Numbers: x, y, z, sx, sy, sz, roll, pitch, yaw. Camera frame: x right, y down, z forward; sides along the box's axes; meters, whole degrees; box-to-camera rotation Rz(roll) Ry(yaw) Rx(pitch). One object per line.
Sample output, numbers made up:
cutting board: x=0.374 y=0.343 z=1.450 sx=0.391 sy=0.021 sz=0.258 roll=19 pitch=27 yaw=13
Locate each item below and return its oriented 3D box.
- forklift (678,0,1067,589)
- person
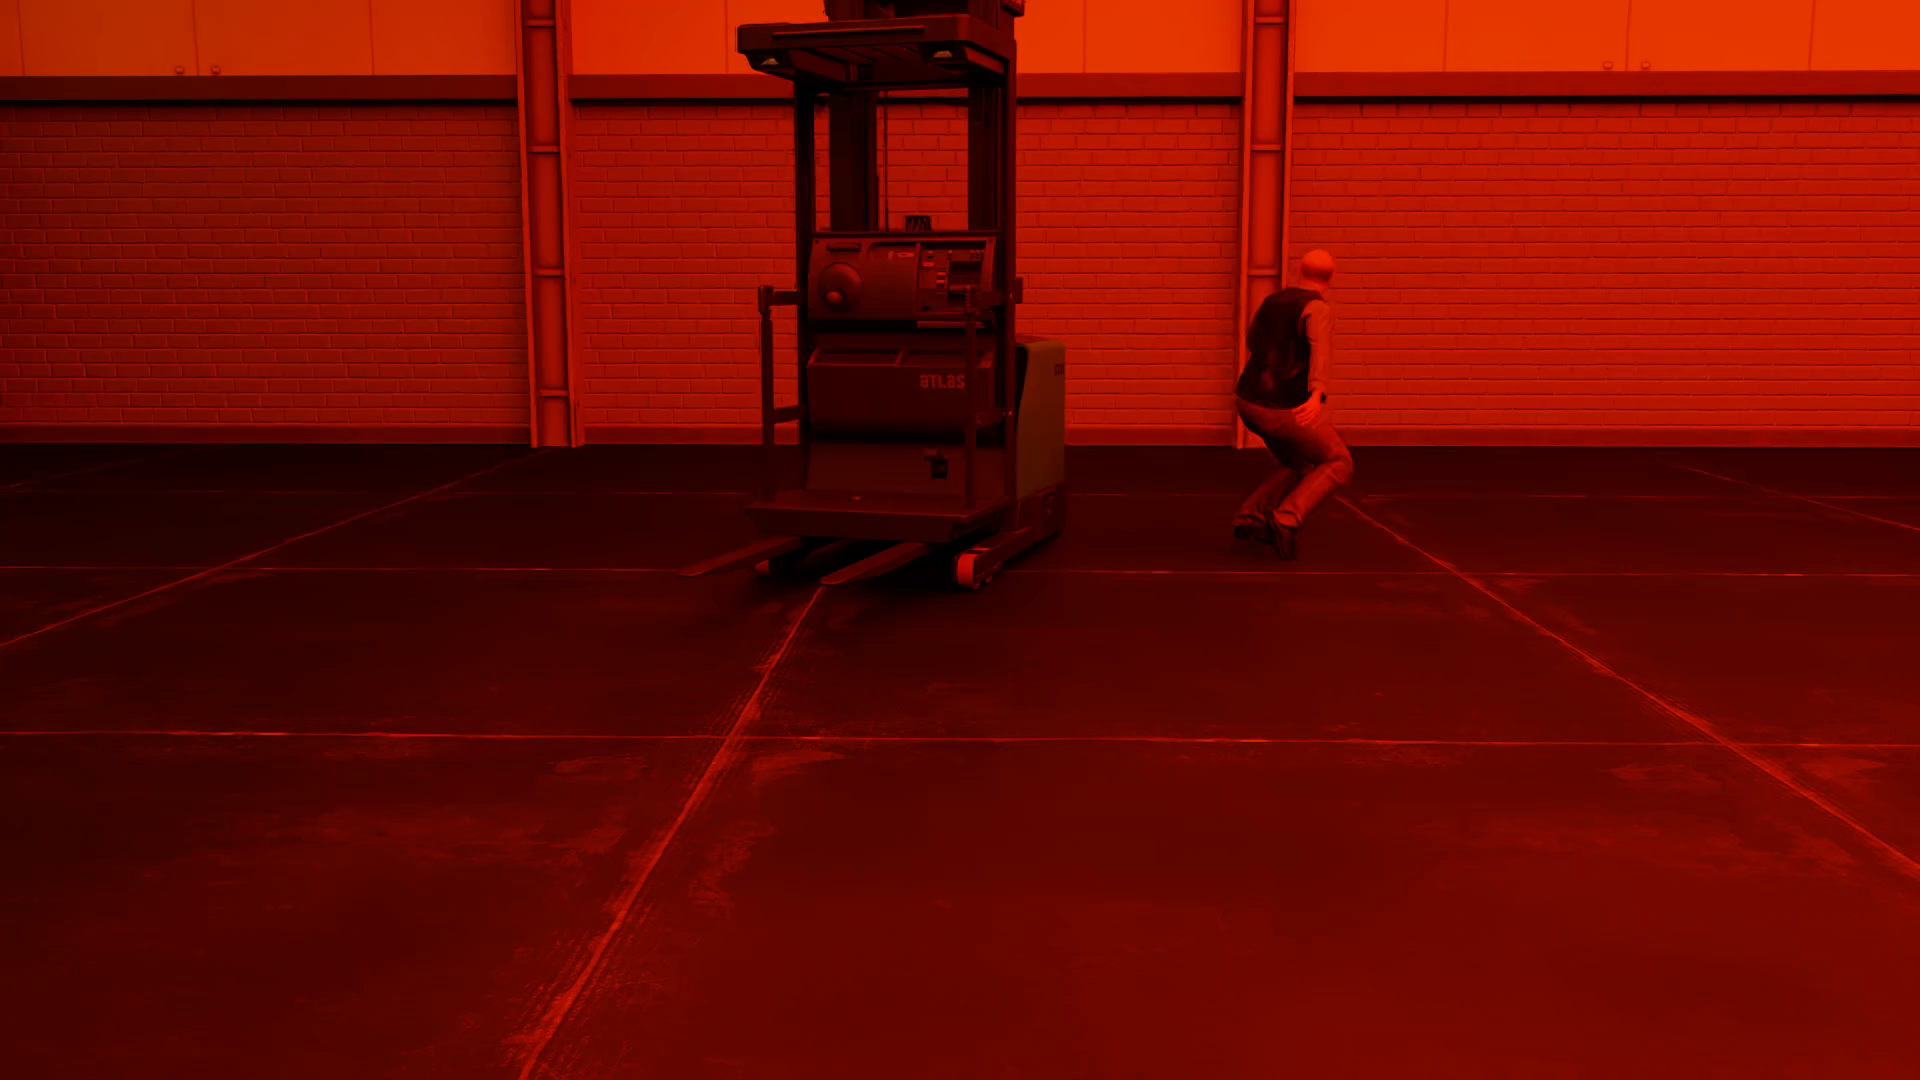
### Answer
forklift: x=-0.345 y=-1.292 z=7.754 sx=1.130 sy=2.935 sz=3.031 roll=3 pitch=9 yaw=17
person: x=1.706 y=-0.671 z=8.497 sx=0.502 sy=1.608 sz=0.967 roll=-2 pitch=9 yaw=-13
